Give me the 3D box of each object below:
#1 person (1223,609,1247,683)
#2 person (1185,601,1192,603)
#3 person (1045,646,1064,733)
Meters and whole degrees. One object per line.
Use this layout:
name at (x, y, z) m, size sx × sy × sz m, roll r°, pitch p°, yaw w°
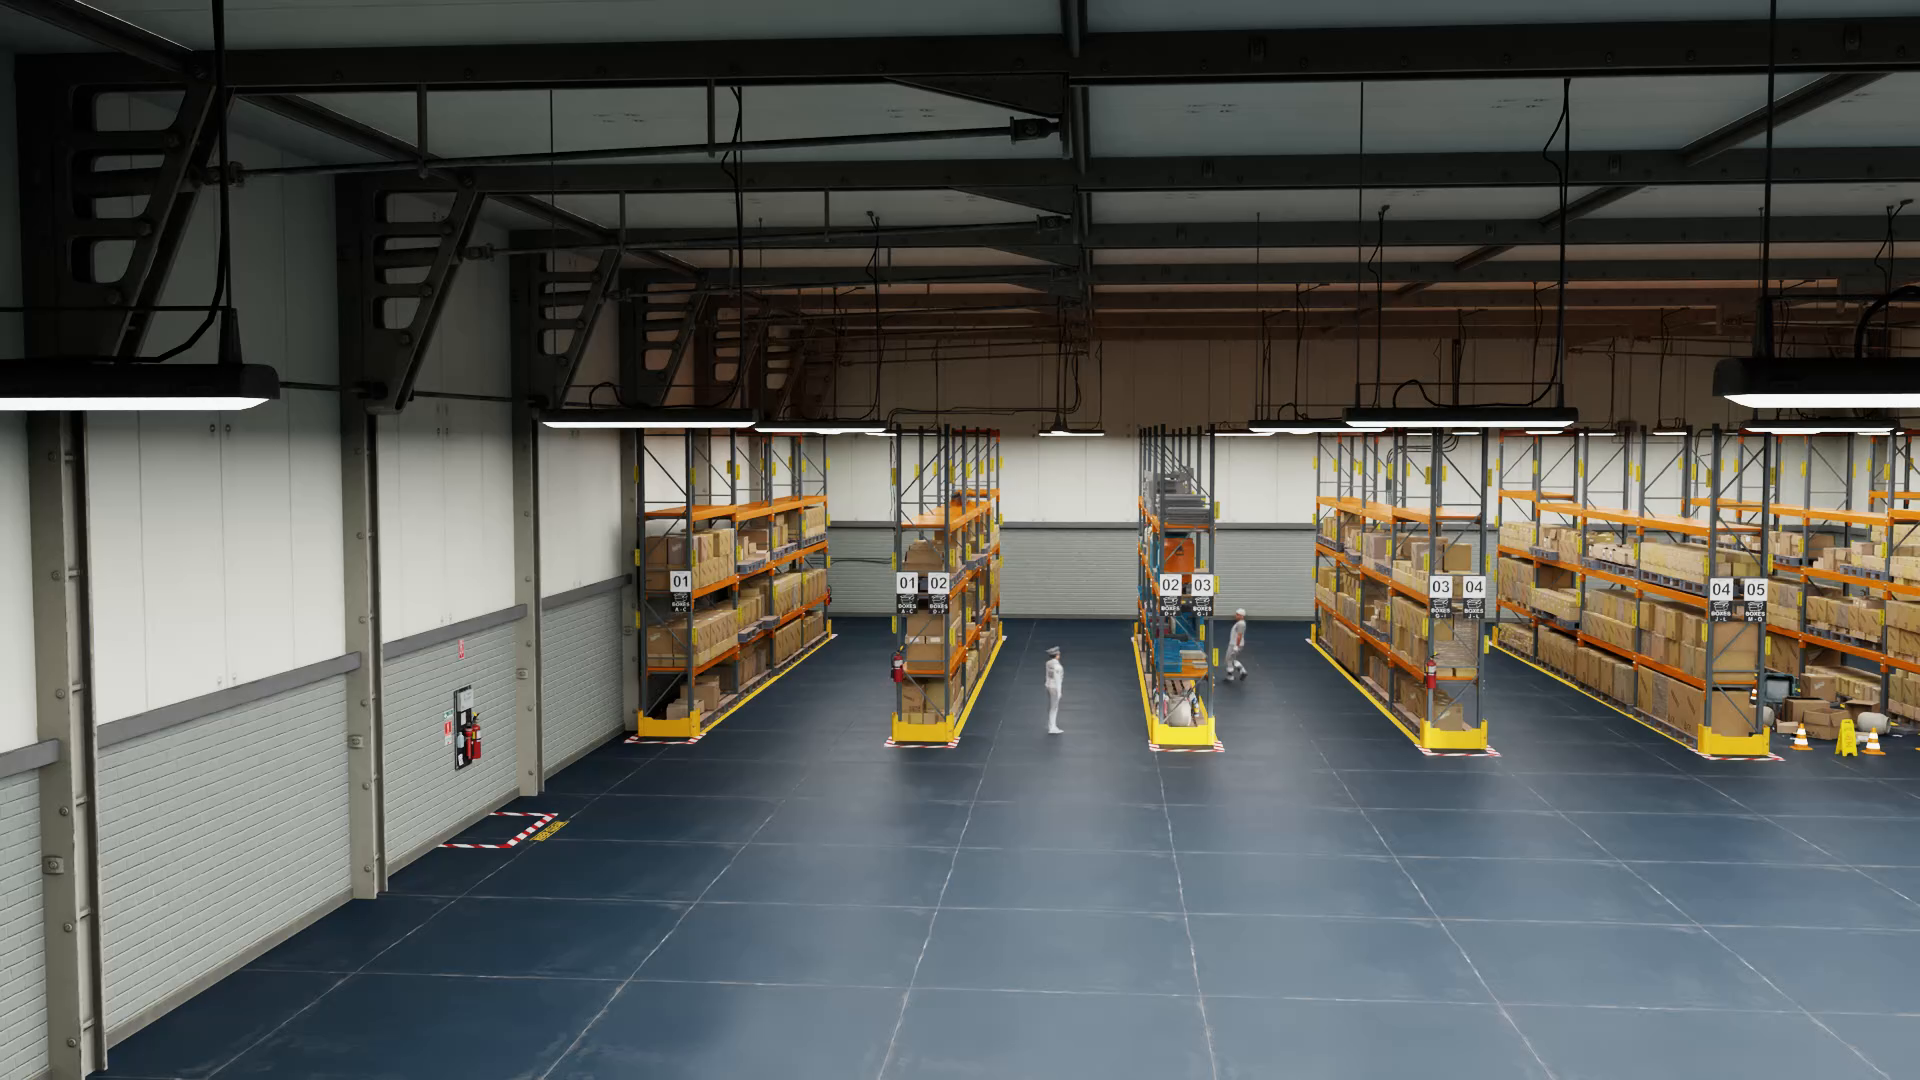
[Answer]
person at (6.440, 2.484, 39.091) m, size 0.577 × 1.751 × 0.567 m, roll 2°, pitch 4°, yaw 25°
person at (6.524, 2.010, 48.024) m, size 0.469 × 1.611 × 0.454 m, roll 0°, pitch 3°, yaw -4°
person at (1.867, 2.934, 32.375) m, size 0.392 × 1.721 × 0.550 m, roll -1°, pitch 4°, yaw -18°
